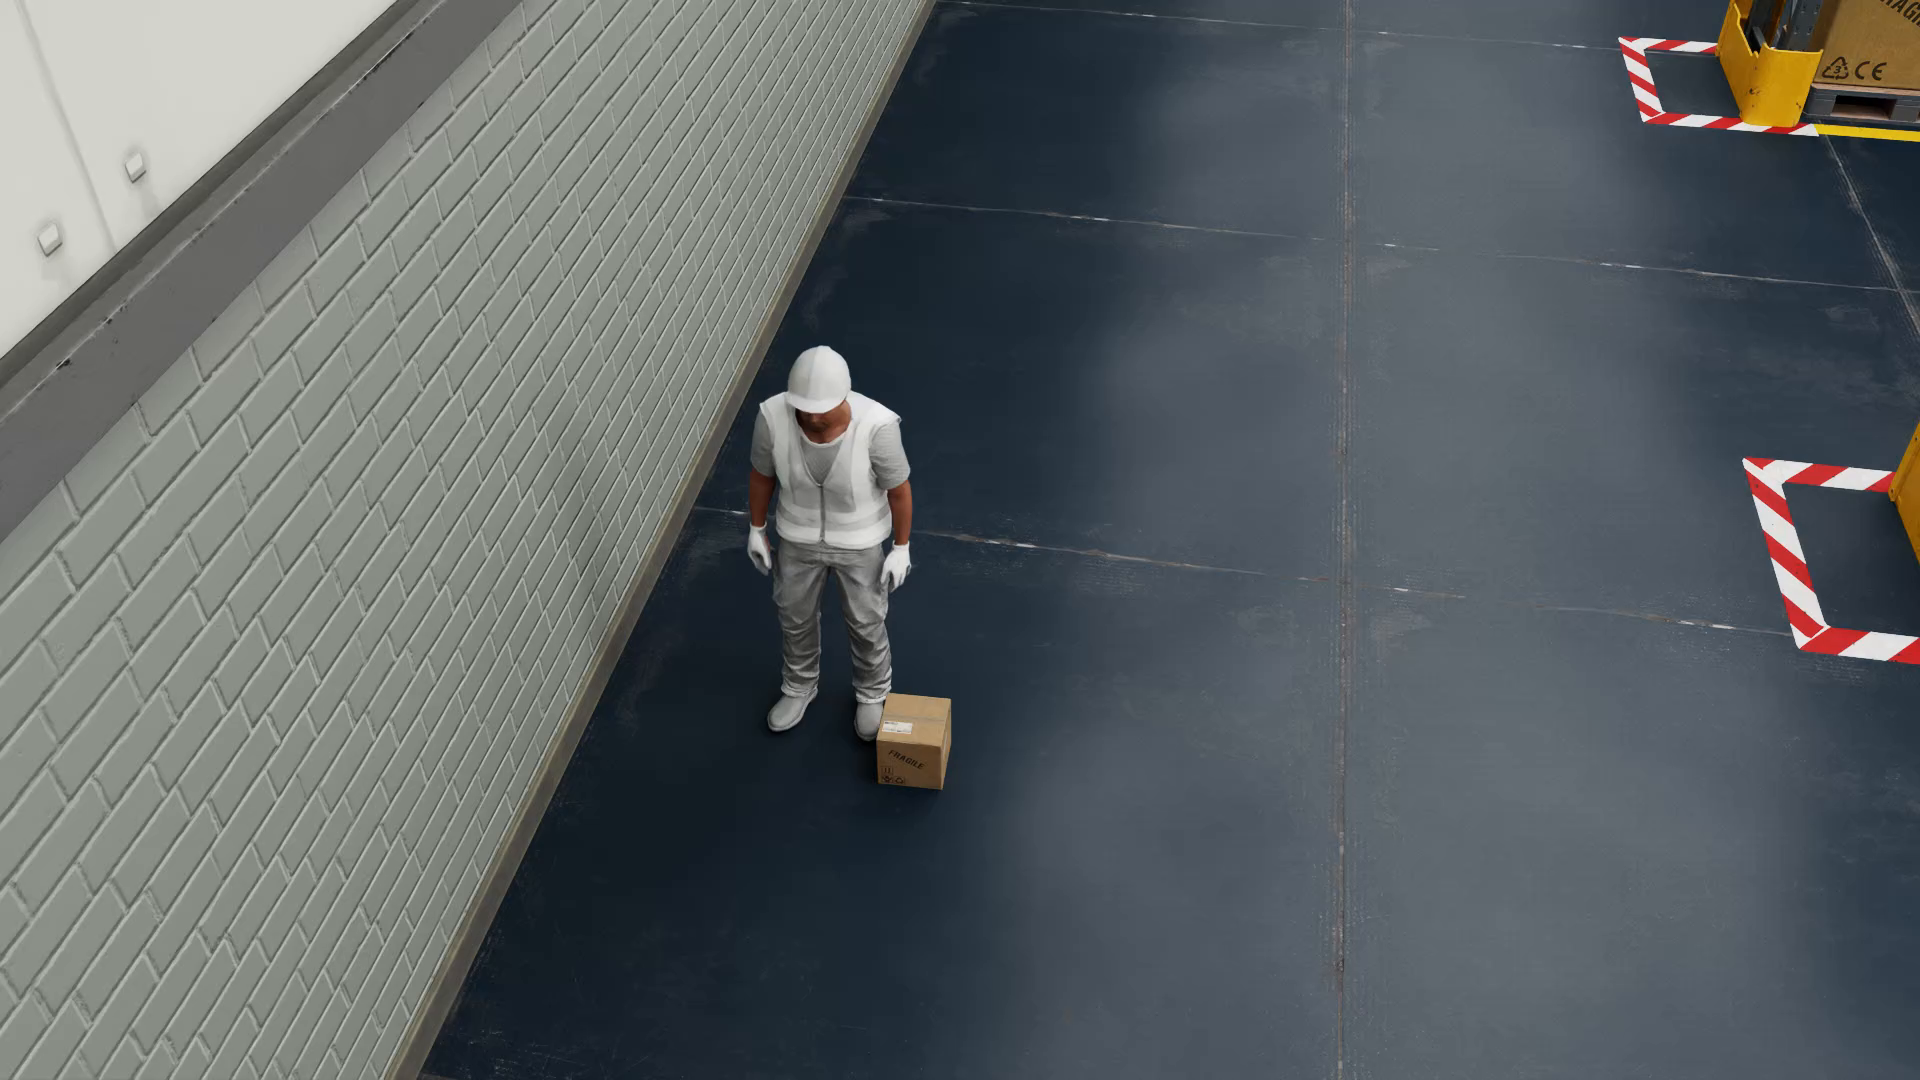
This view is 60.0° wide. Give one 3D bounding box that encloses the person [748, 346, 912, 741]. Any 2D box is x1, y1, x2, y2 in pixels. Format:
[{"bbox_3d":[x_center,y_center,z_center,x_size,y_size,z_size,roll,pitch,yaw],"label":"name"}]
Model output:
[{"bbox_3d":[-0.483,0.010,6.137,0.616,1.774,0.450,7,41,8],"label":"person"}]
